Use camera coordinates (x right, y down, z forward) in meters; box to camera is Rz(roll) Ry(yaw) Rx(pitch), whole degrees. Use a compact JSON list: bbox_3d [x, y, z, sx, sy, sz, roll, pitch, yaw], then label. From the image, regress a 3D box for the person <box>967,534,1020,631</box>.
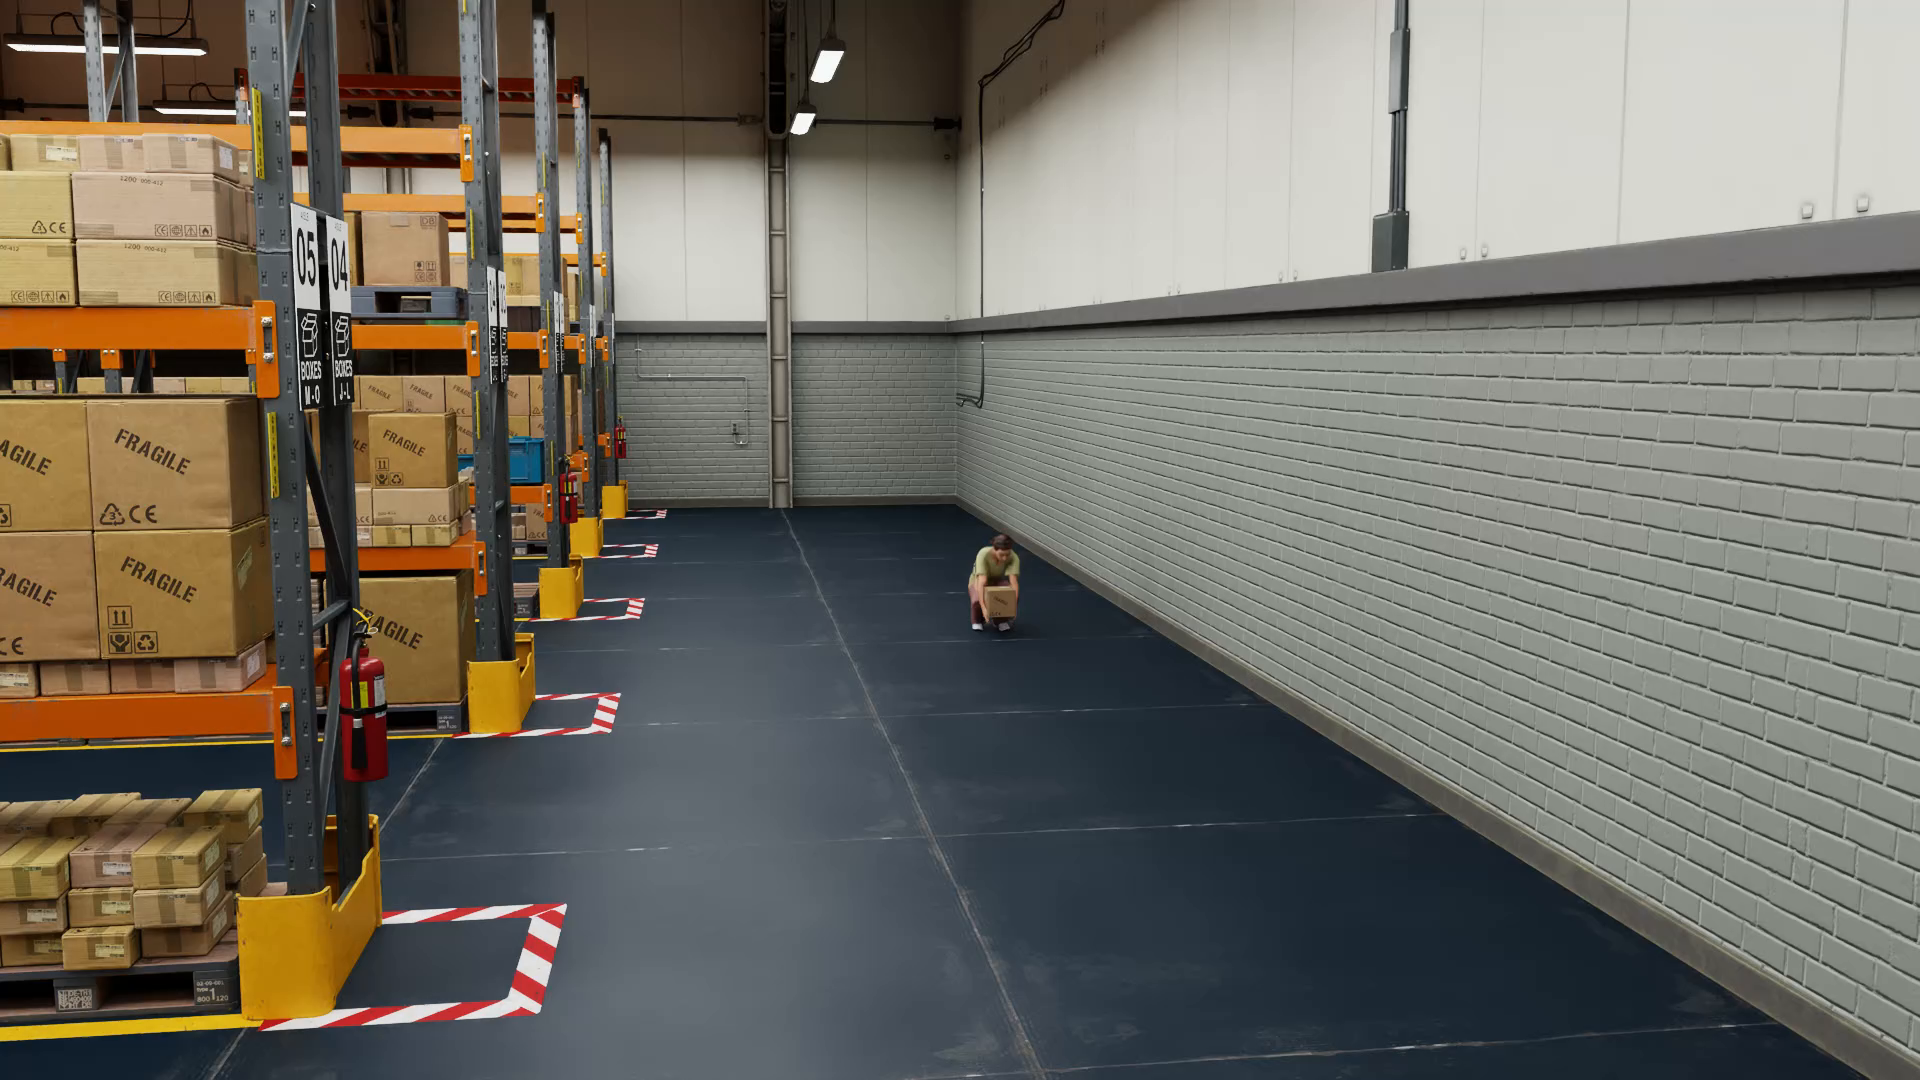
[{"bbox_3d":[0.312,0.392,15.629,0.459,0.947,0.796,-1,7,-10],"label":"person"}]
